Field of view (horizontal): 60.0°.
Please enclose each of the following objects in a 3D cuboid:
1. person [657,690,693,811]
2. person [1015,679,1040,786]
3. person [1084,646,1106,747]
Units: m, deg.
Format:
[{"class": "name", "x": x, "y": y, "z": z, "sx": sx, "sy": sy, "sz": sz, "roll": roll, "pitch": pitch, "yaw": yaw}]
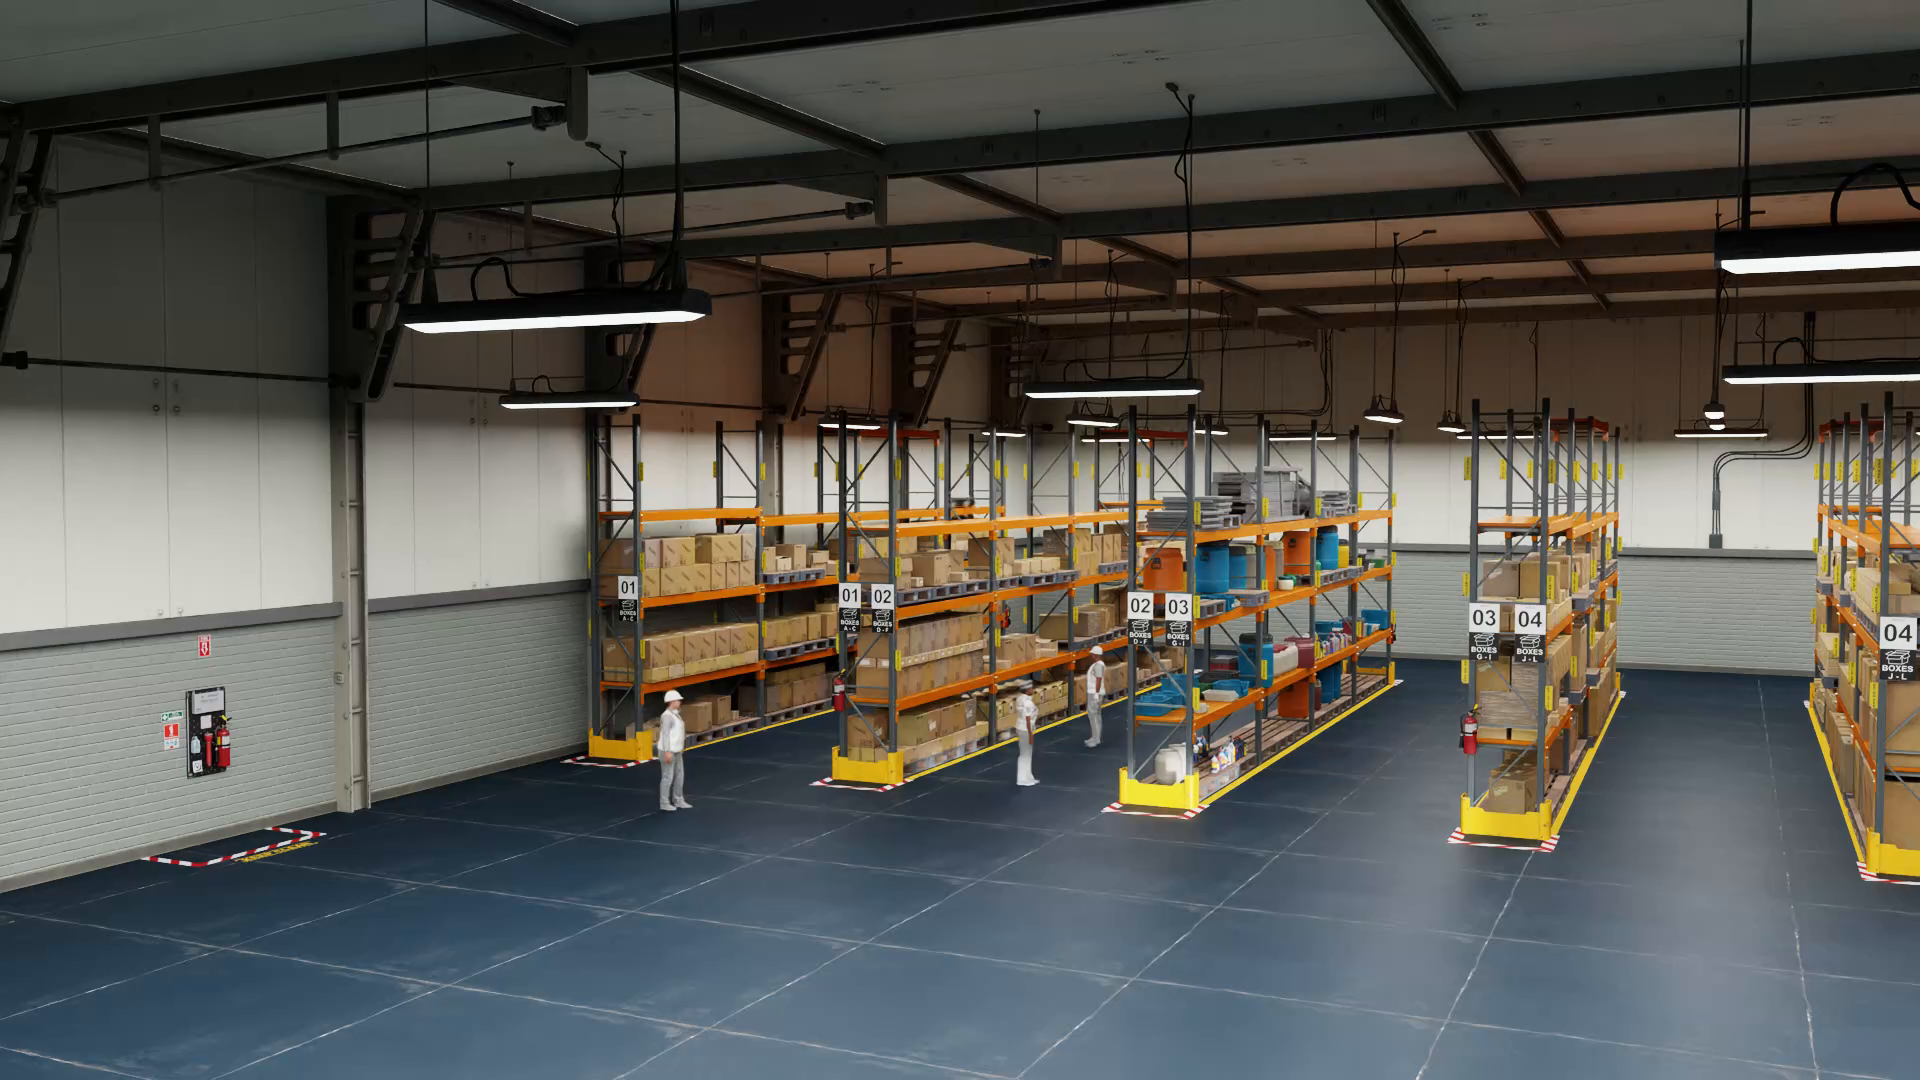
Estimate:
[{"class": "person", "x": -4.237, "y": 3.122, "z": 24.558, "sx": 0.442, "sy": 1.801, "sz": 0.617, "roll": 0, "pitch": 2, "yaw": 9}, {"class": "person", "x": 1.106, "y": 3.083, "z": 26.575, "sx": 0.443, "sy": 1.710, "sz": 0.510, "roll": 0, "pitch": 2, "yaw": -10}, {"class": "person", "x": 2.475, "y": 2.861, "z": 30.509, "sx": 0.390, "sy": 1.824, "sz": 0.636, "roll": 0, "pitch": 2, "yaw": 10}]
